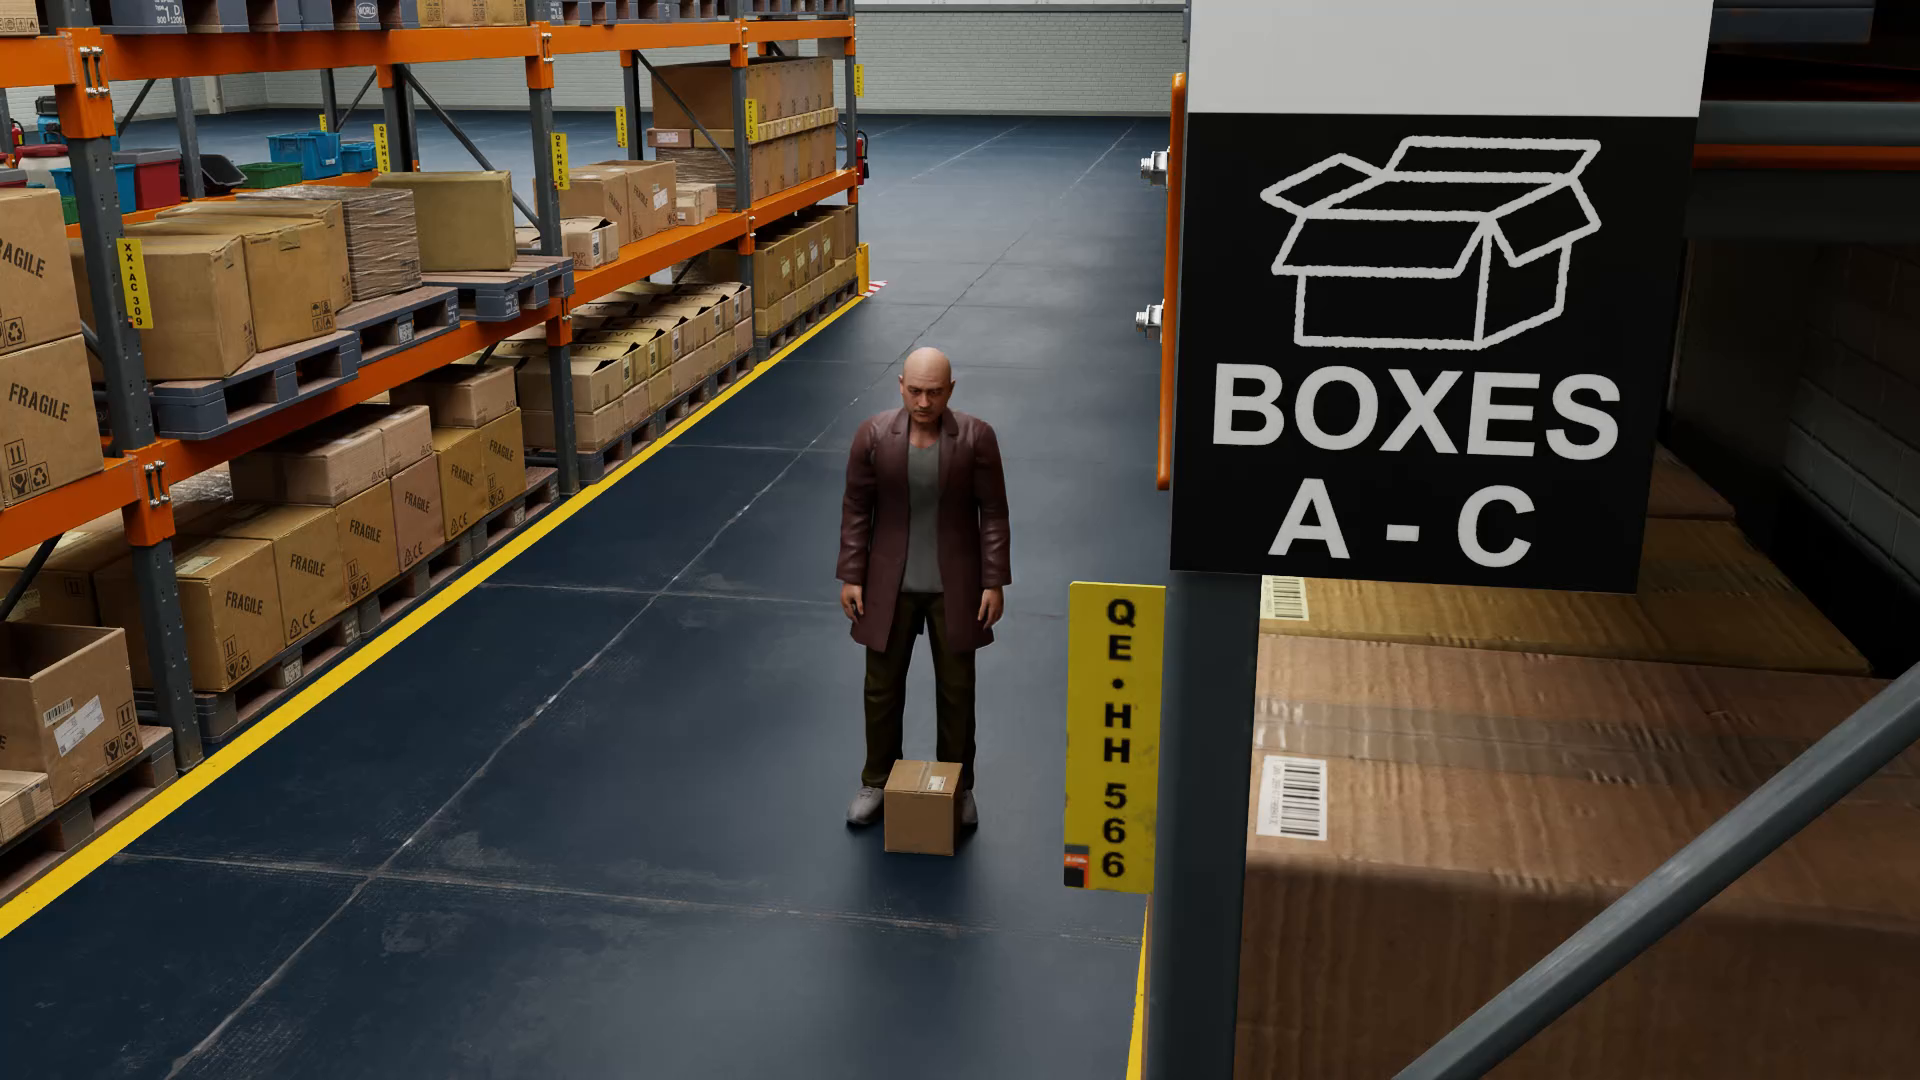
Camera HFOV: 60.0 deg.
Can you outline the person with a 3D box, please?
[{"bbox_3d":[-0.134,0.168,6.048,0.642,1.773,0.431,1,18,4],"label":"person"}]
